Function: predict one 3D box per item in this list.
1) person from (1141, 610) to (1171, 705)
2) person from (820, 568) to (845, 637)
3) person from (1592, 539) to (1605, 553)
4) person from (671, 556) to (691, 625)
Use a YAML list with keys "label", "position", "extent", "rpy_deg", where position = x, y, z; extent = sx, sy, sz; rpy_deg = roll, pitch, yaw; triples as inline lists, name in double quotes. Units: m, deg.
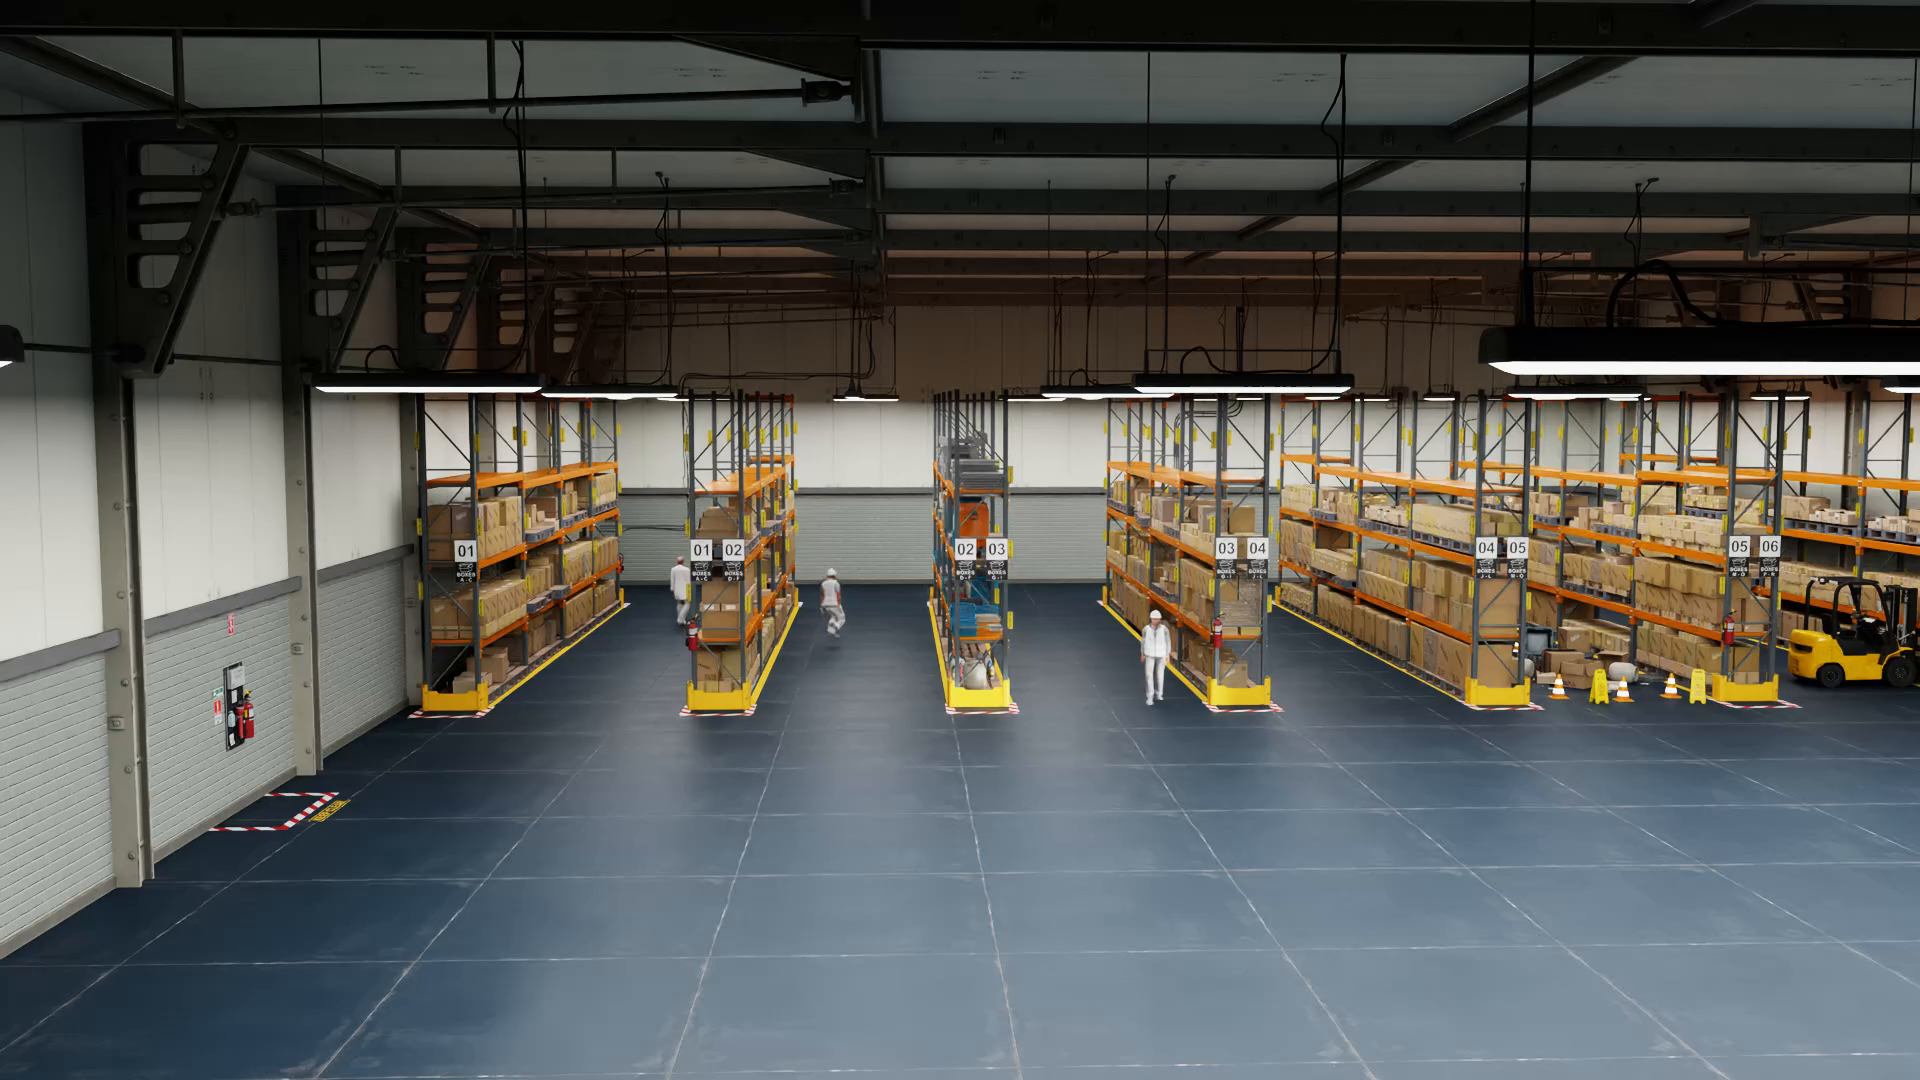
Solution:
- label: "person"
  position: [3.765, 2.237, 31.963]
  extent: [0.581, 1.789, 0.661]
  rpy_deg: [1, 5, 7]
- label: "person"
  position: [-3.011, 1.469, 39.261]
  extent: [0.595, 1.607, 0.651]
  rpy_deg: [3, 5, 31]
- label: "person"
  position: [18.949, 0.825, 49.484]
  extent: [1.069, 1.710, 0.536]
  rpy_deg: [-1, 5, -8]
- label: "person"
  position: [-7.262, 1.318, 43.191]
  extent: [0.634, 1.777, 0.582]
  rpy_deg: [3, 5, 29]
